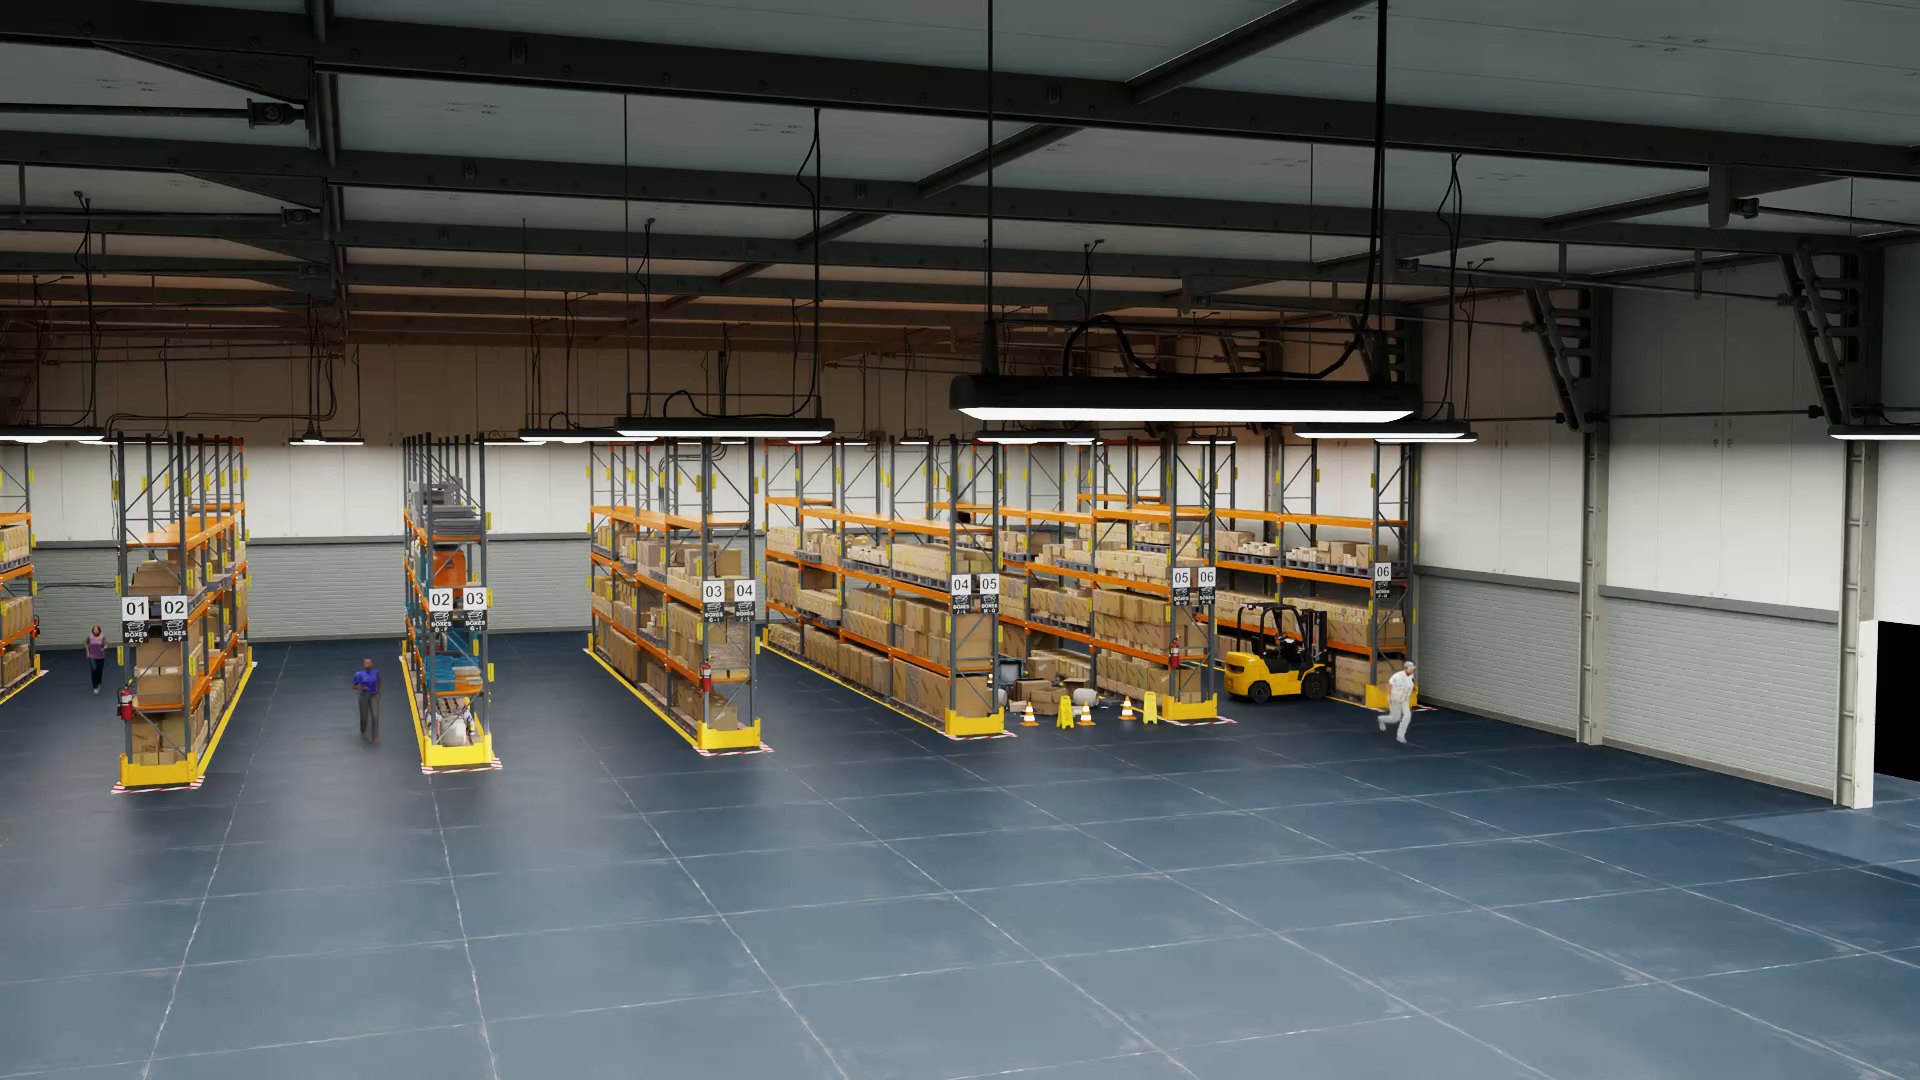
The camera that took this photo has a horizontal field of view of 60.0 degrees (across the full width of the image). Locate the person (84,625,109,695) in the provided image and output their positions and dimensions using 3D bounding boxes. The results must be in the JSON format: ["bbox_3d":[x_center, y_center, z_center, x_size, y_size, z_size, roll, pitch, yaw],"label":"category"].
[{"bbox_3d":[-20.167,2.796,38.857,0.474,1.608,0.835,-2,4,-34],"label":"person"}]

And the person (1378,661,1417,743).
[{"bbox_3d":[8.576,3.151,32.546,0.606,1.618,0.892,-2,4,-36],"label":"person"}]

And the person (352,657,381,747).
[{"bbox_3d":[-11.432,3.106,32.082,0.569,1.696,0.851,-2,4,-29],"label":"person"}]
